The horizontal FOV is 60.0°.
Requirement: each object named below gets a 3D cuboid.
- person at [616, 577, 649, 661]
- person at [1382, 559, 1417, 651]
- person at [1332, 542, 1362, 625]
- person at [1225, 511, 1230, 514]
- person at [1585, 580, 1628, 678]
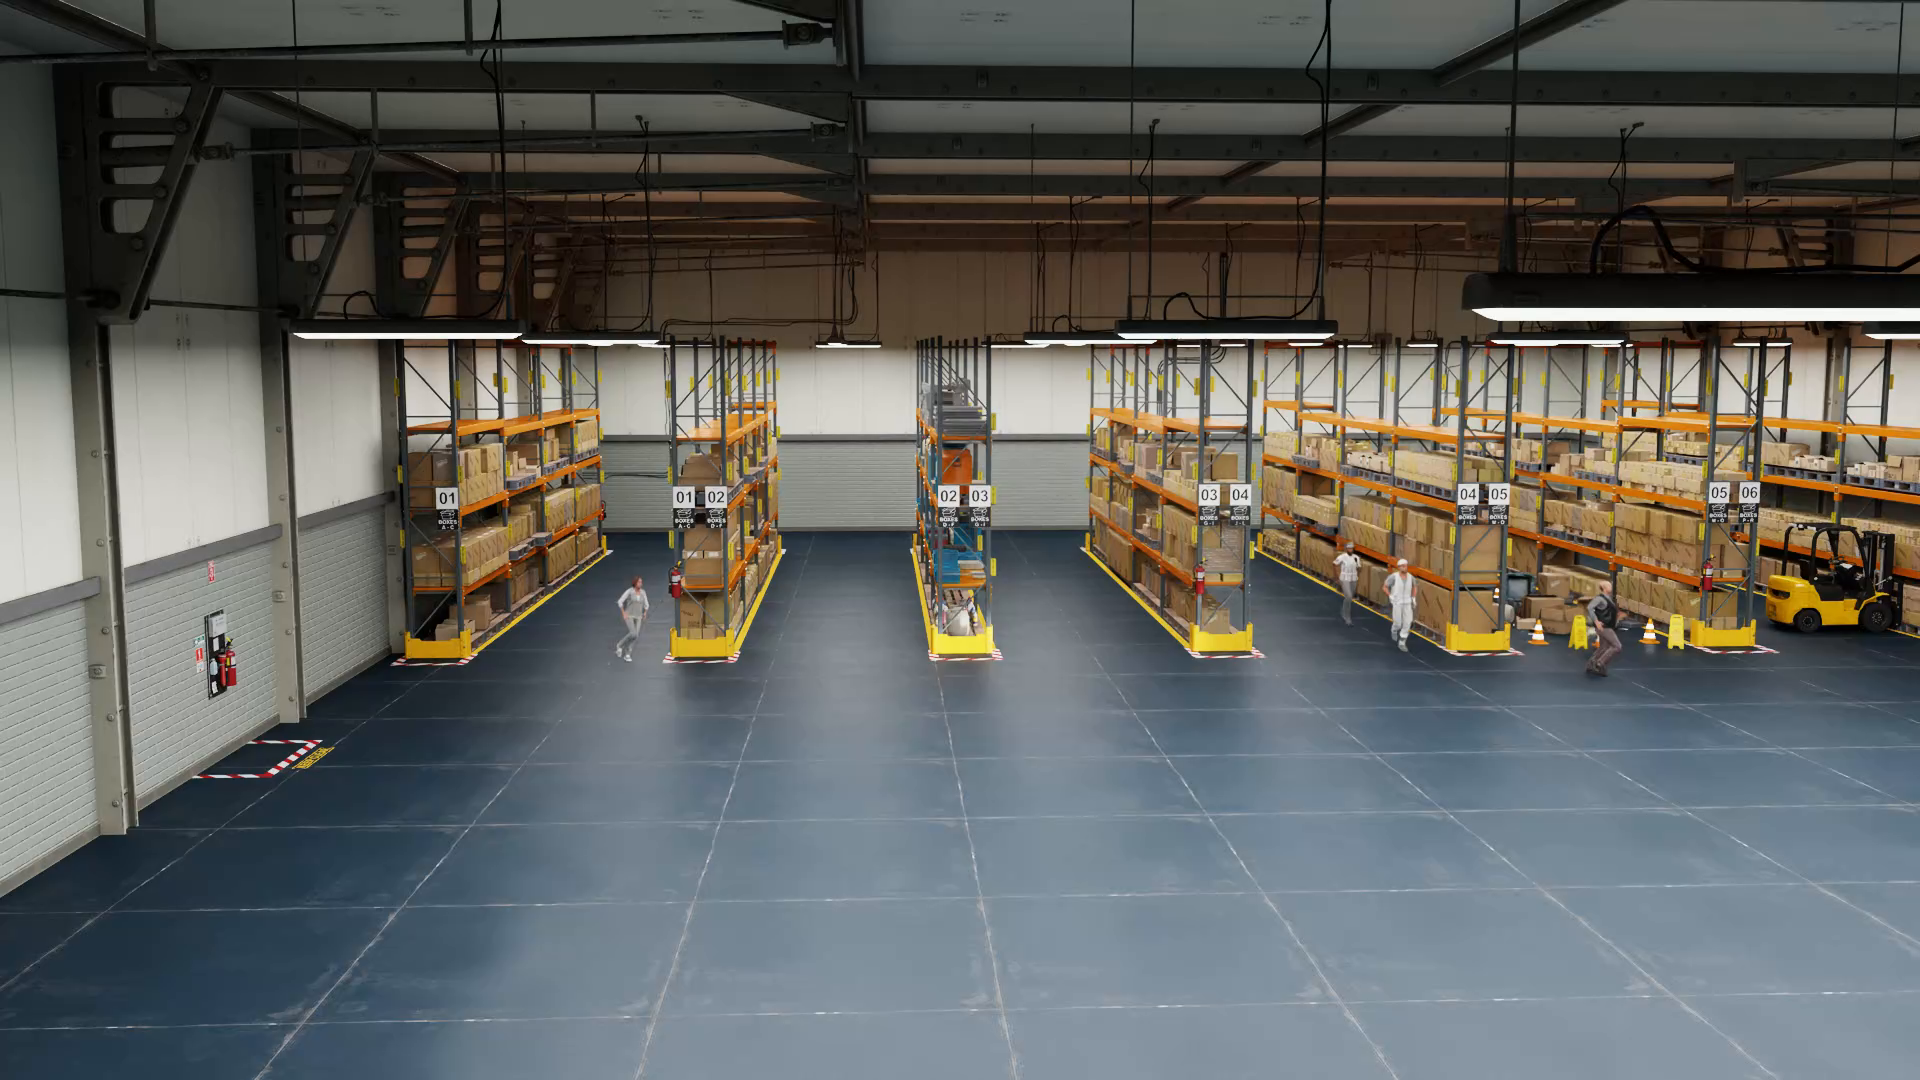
[{"bbox_3d":[-6.042,1.464,30.885,0.594,1.530,0.473,-5,8,-40],"label":"person"},{"bbox_3d":[8.481,1.232,32.008,0.696,1.757,0.662,0,7,-4],"label":"person"},{"bbox_3d":[8.193,0.898,35.117,0.547,1.756,0.777,-2,7,-16],"label":"person"},{"bbox_3d":[7.482,-0.340,45.872,0.652,1.734,0.572,-1,7,-4],"label":"person"},{"bbox_3d":[11.349,1.560,29.192,0.683,1.703,0.633,4,8,32],"label":"person"}]
